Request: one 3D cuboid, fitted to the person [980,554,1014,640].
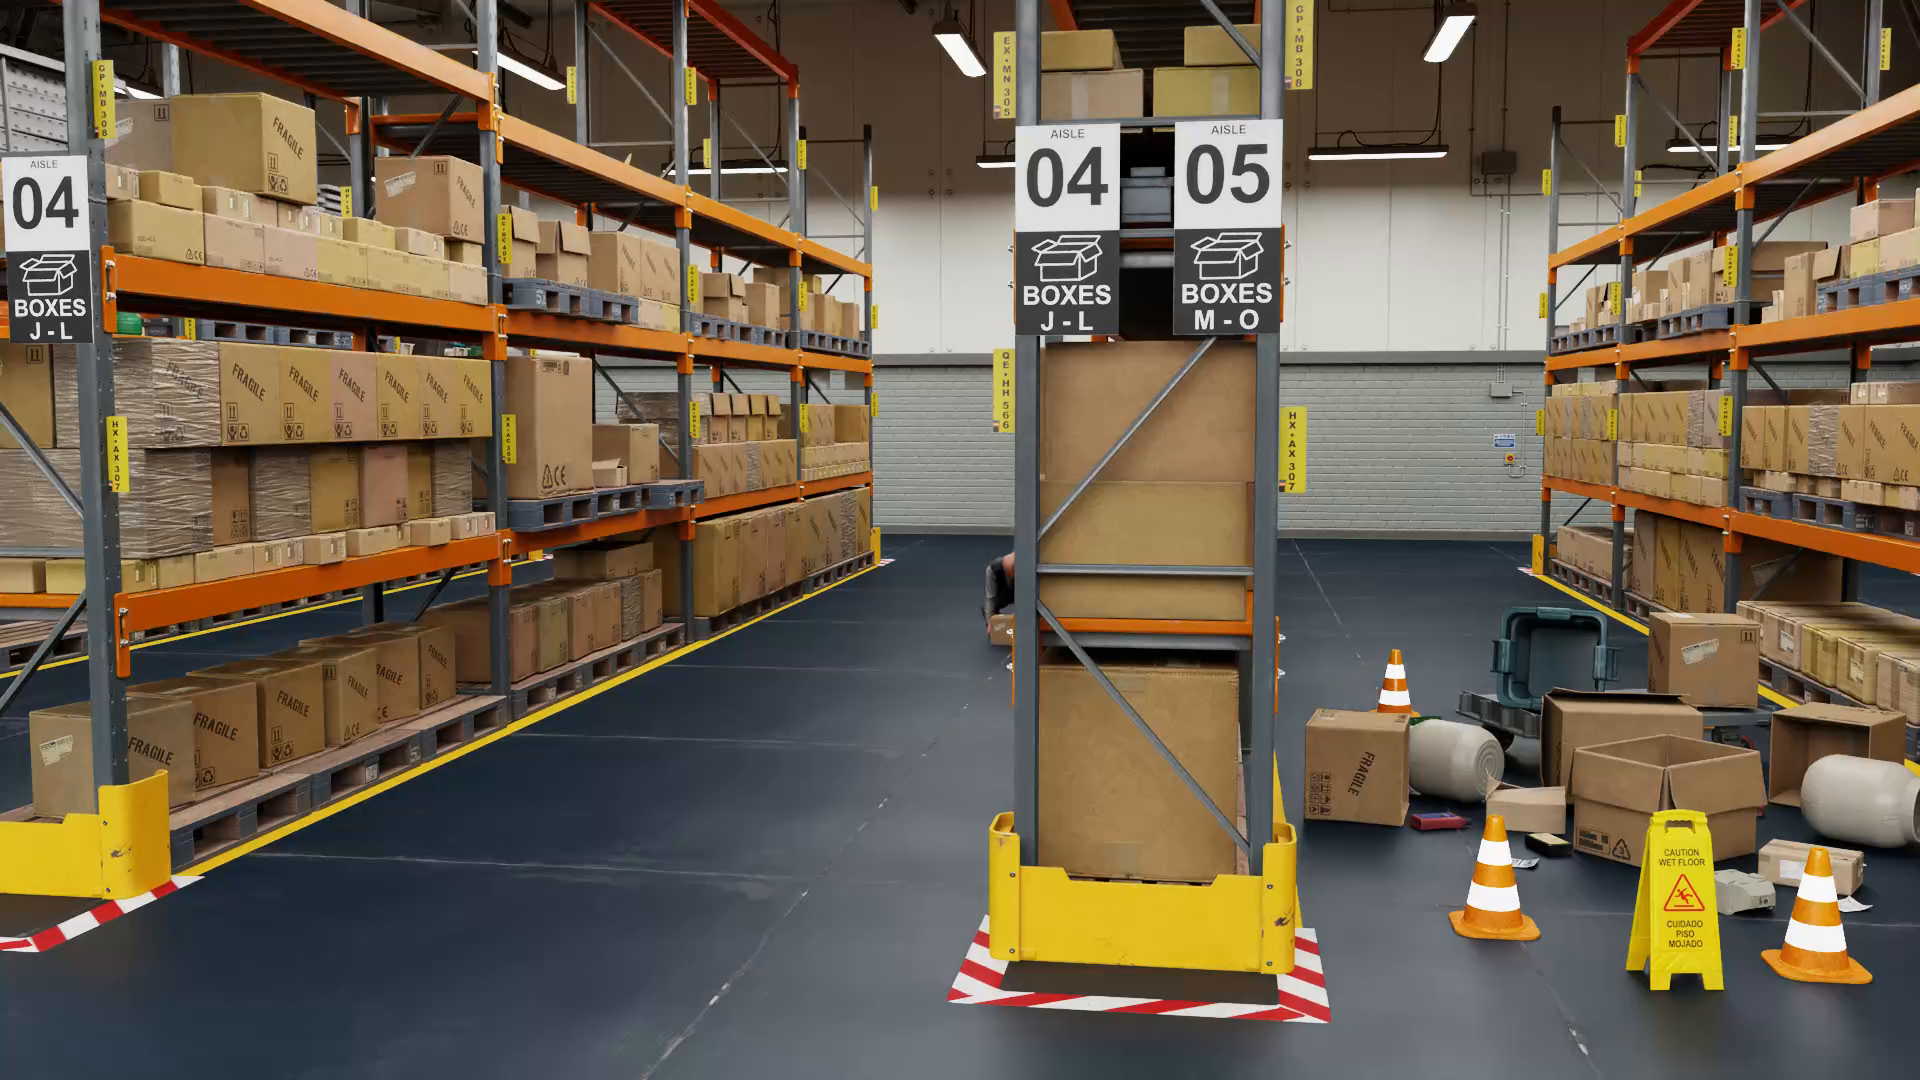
[{"bbox_3d":[0.467,0.531,15.520,0.531,0.799,0.875,1,4,9],"label":"person"}]
